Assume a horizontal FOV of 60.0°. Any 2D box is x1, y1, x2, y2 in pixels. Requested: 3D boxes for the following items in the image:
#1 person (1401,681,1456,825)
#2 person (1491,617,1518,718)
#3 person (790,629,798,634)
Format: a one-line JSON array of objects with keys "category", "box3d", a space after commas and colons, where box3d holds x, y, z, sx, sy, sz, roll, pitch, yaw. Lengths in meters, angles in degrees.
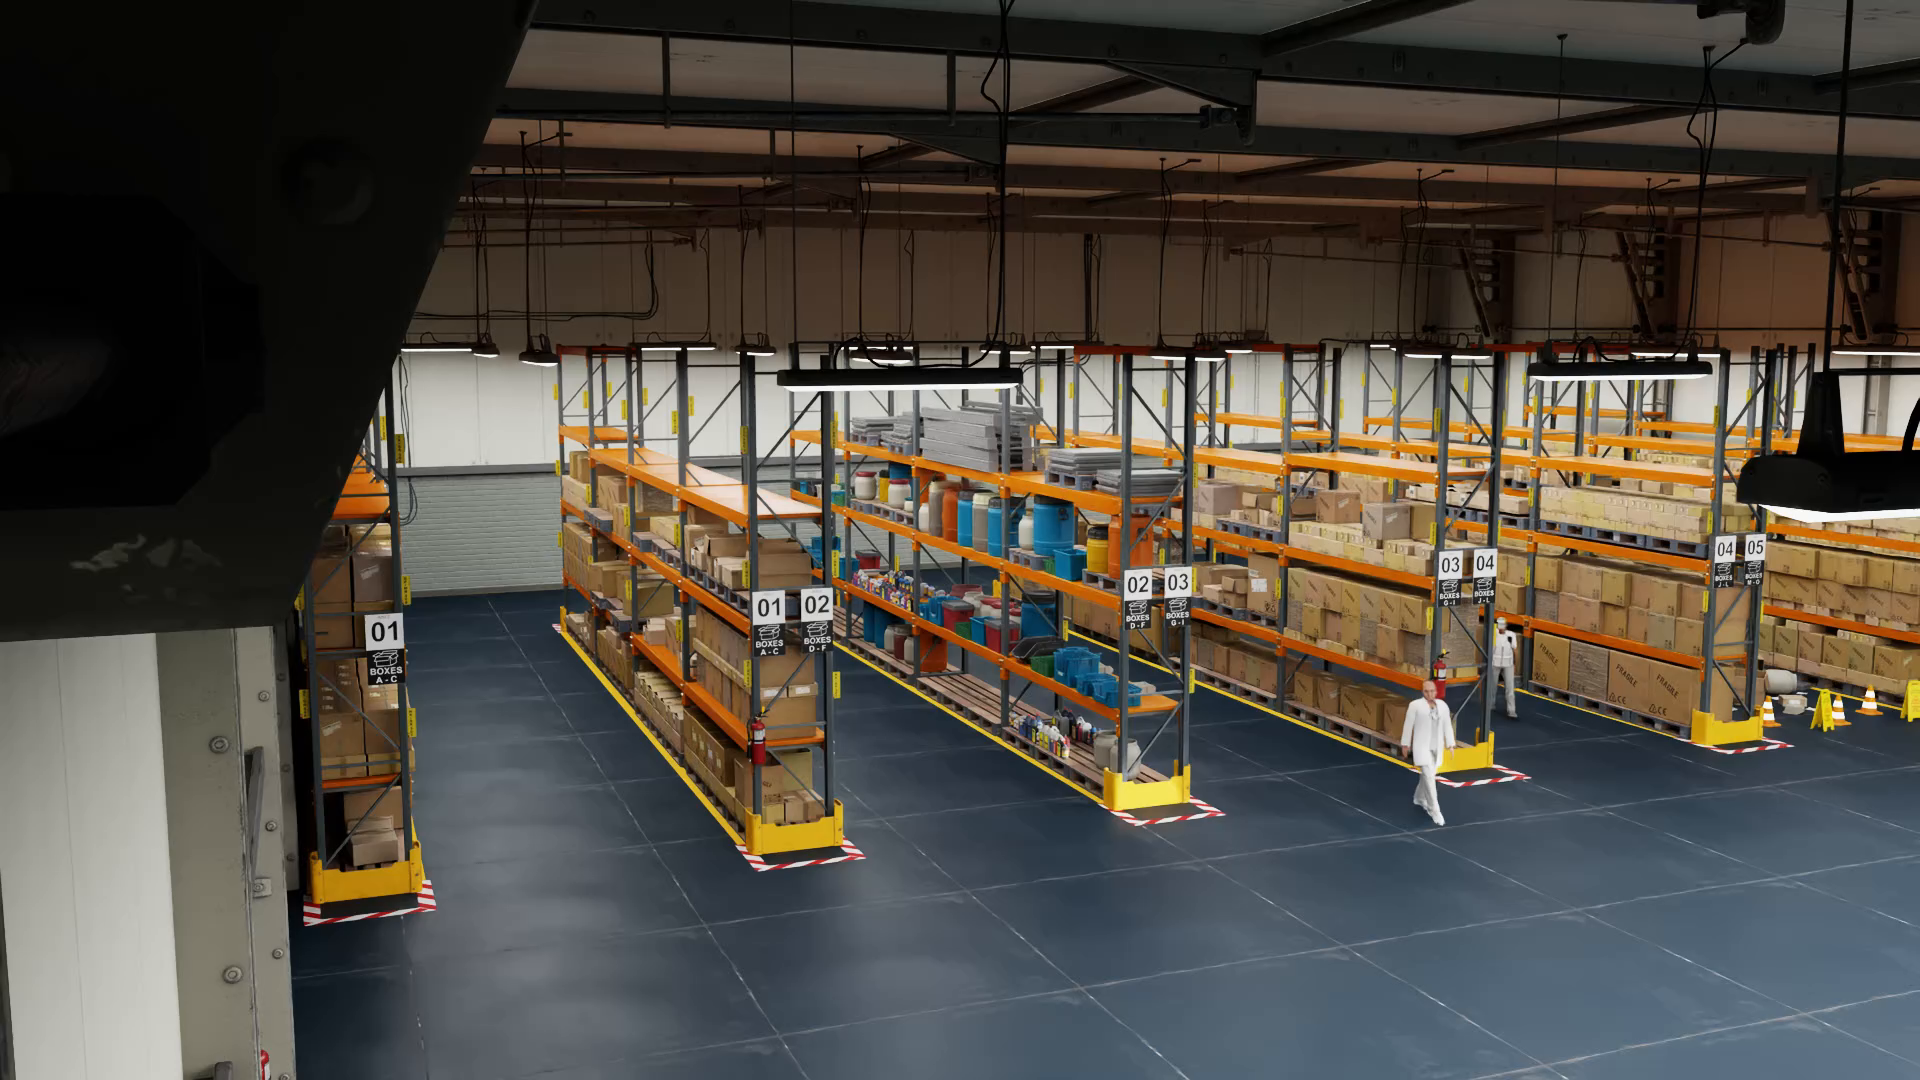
[{"category": "person", "box3d": [6.110, 2.738, 21.621, 0.617, 1.810, 0.845, -2, 8, -16]}, {"category": "person", "box3d": [8.899, 2.059, 27.335, 0.521, 1.616, 0.896, 2, 7, 14]}, {"category": "person", "box3d": [-3.046, 1.832, 28.988, 0.480, 1.671, 0.502, 1, 7, 10]}]
